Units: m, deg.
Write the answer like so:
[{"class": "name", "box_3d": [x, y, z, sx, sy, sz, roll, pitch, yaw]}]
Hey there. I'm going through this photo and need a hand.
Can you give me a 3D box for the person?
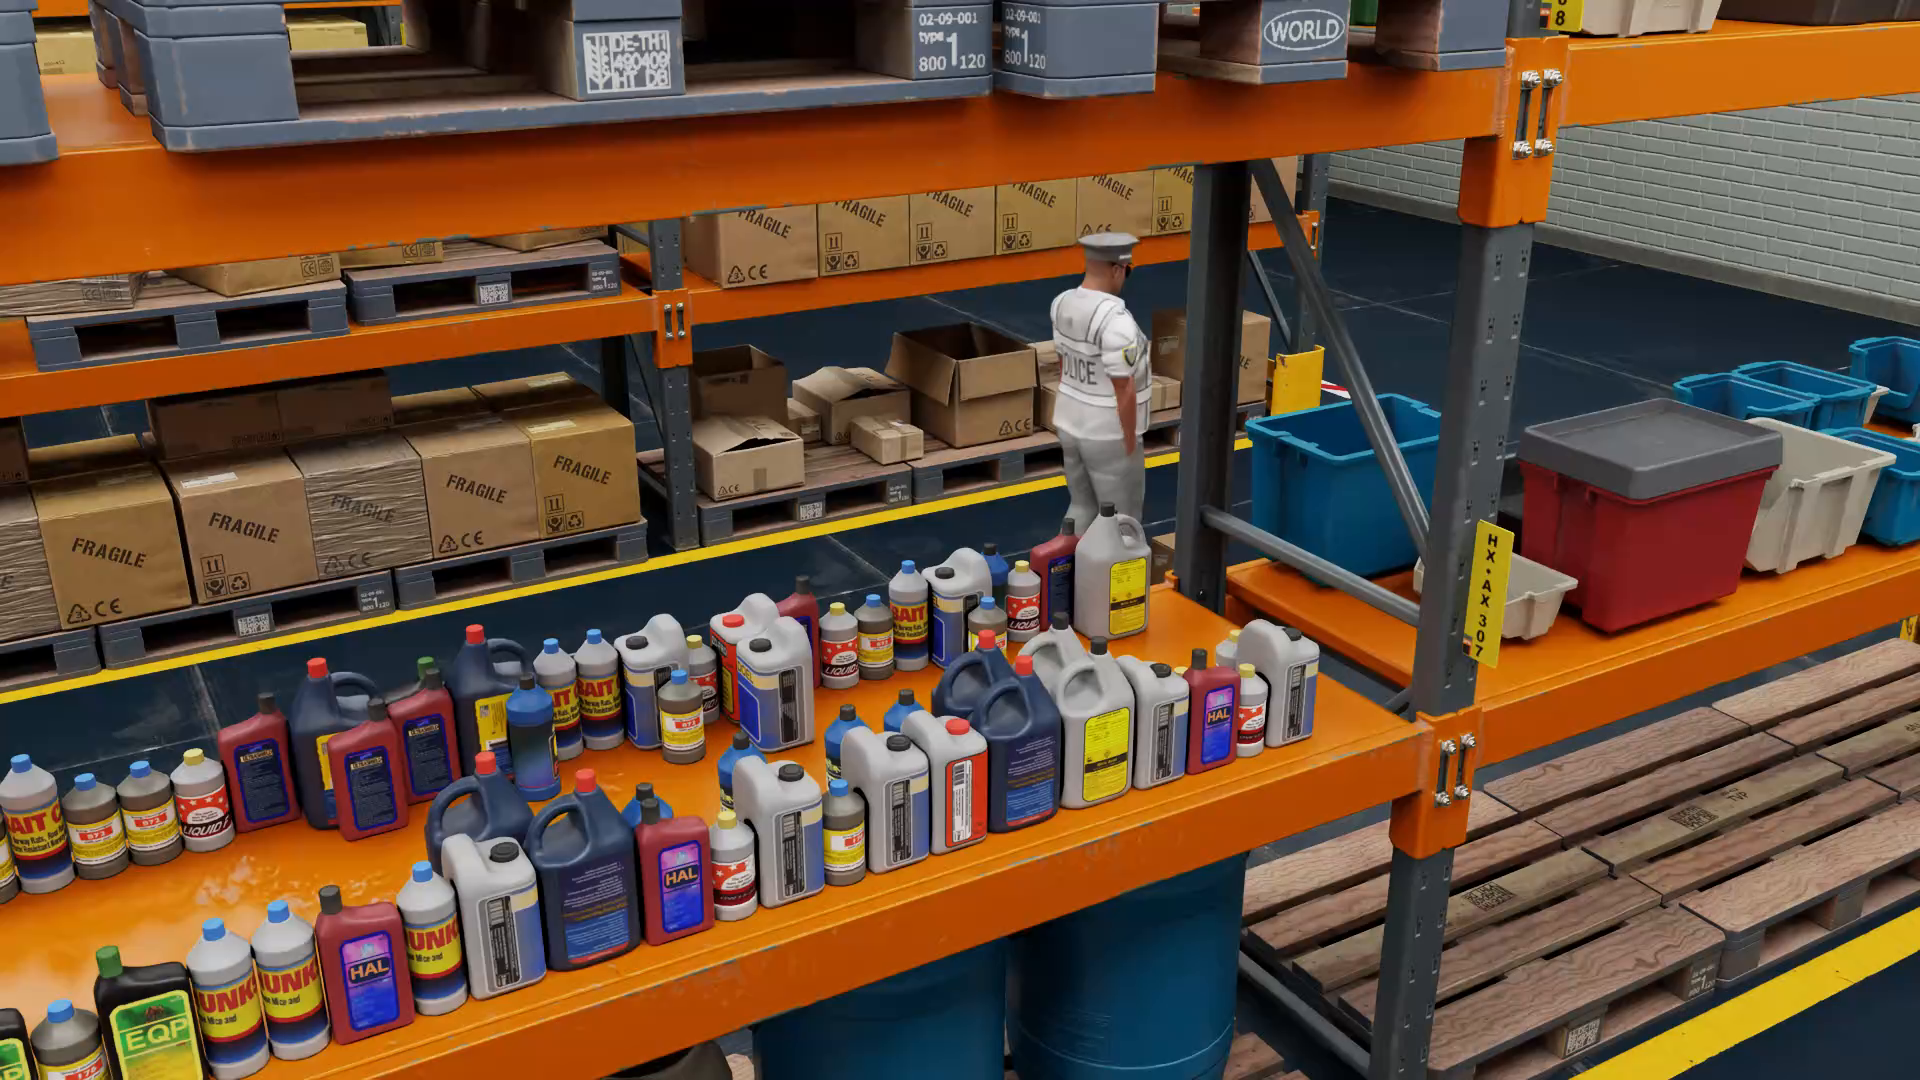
[{"class": "person", "box_3d": [0.619, -0.479, 7.310, 0.391, 1.740, 0.530, -12, 24, -27]}]
